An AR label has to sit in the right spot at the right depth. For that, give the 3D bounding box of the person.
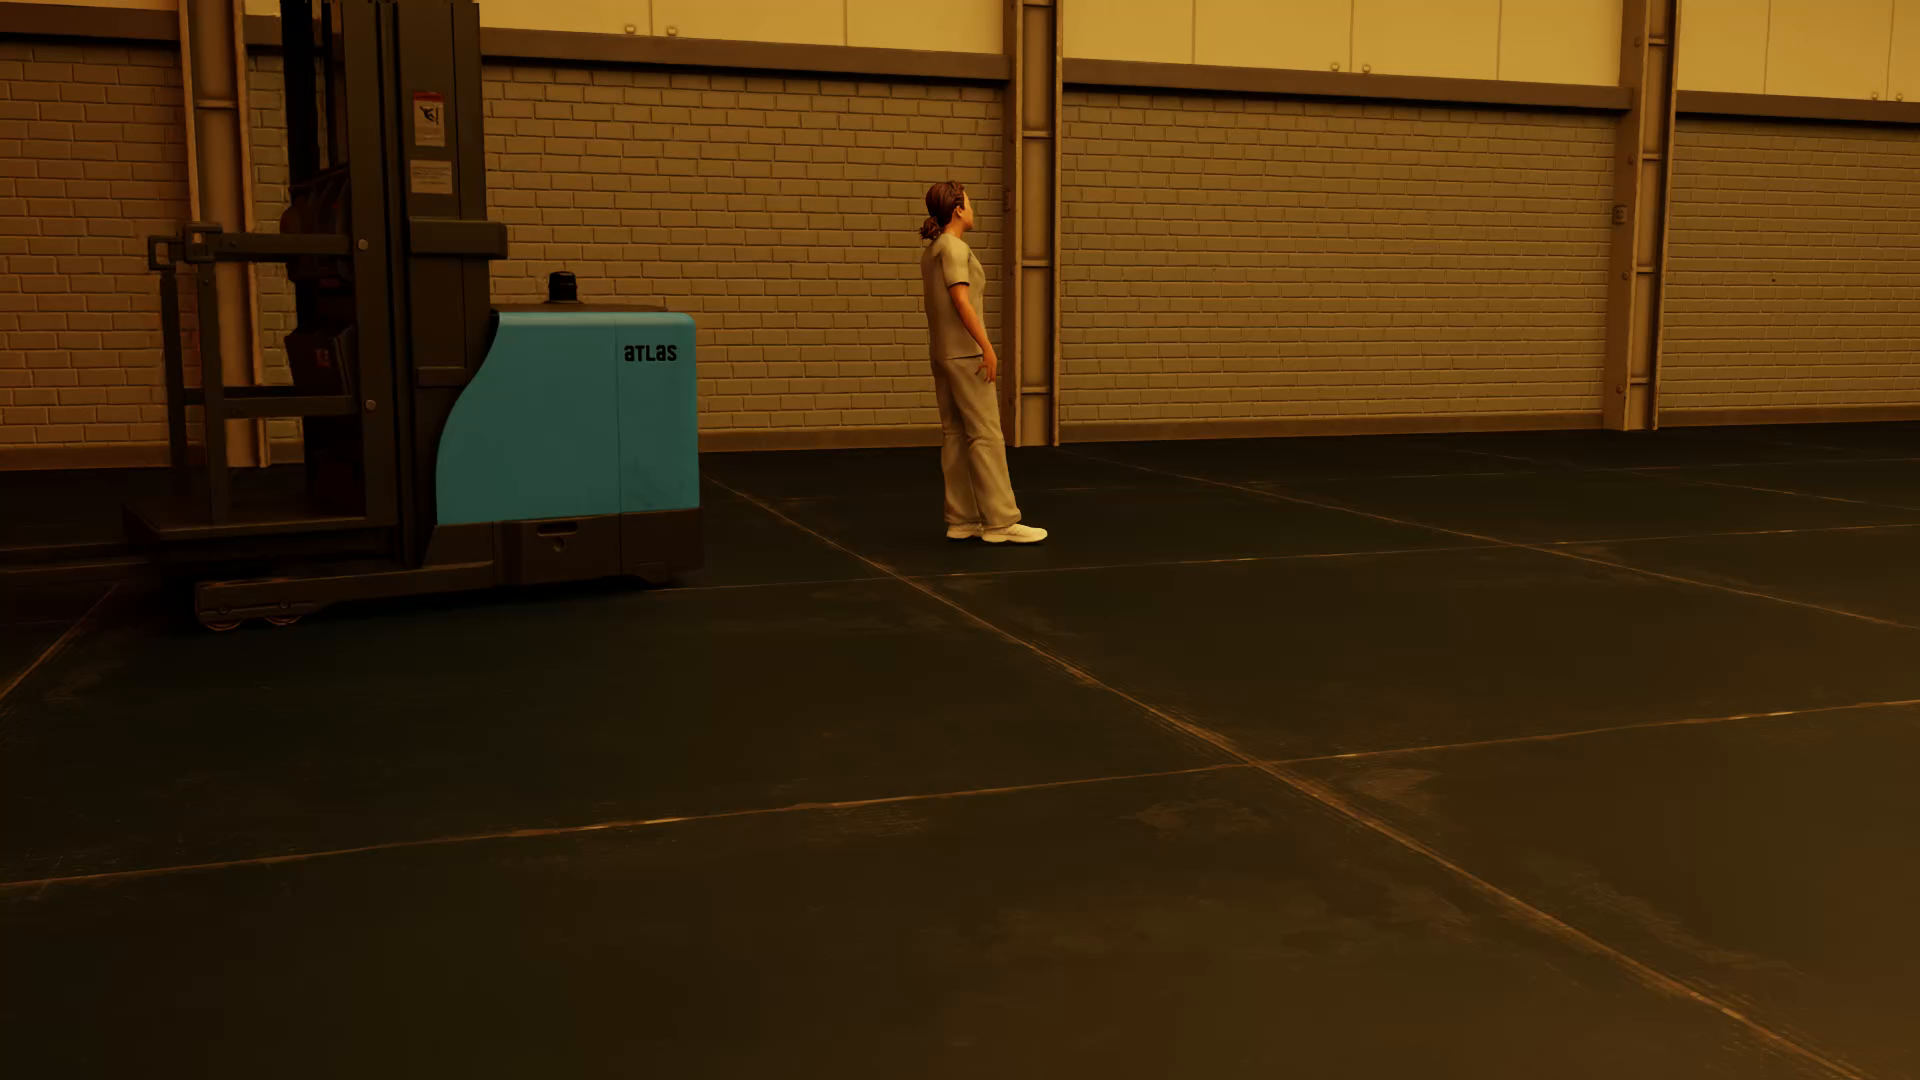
[{"bbox_3d":[0.075,-0.834,7.821,0.548,1.663,0.549,-3,8,-18],"label":"person"}]

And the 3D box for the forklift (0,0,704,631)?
[{"bbox_3d":[-2.541,-1.223,6.043,3.031,2.935,1.130,-5,9,-31],"label":"forklift"}]
